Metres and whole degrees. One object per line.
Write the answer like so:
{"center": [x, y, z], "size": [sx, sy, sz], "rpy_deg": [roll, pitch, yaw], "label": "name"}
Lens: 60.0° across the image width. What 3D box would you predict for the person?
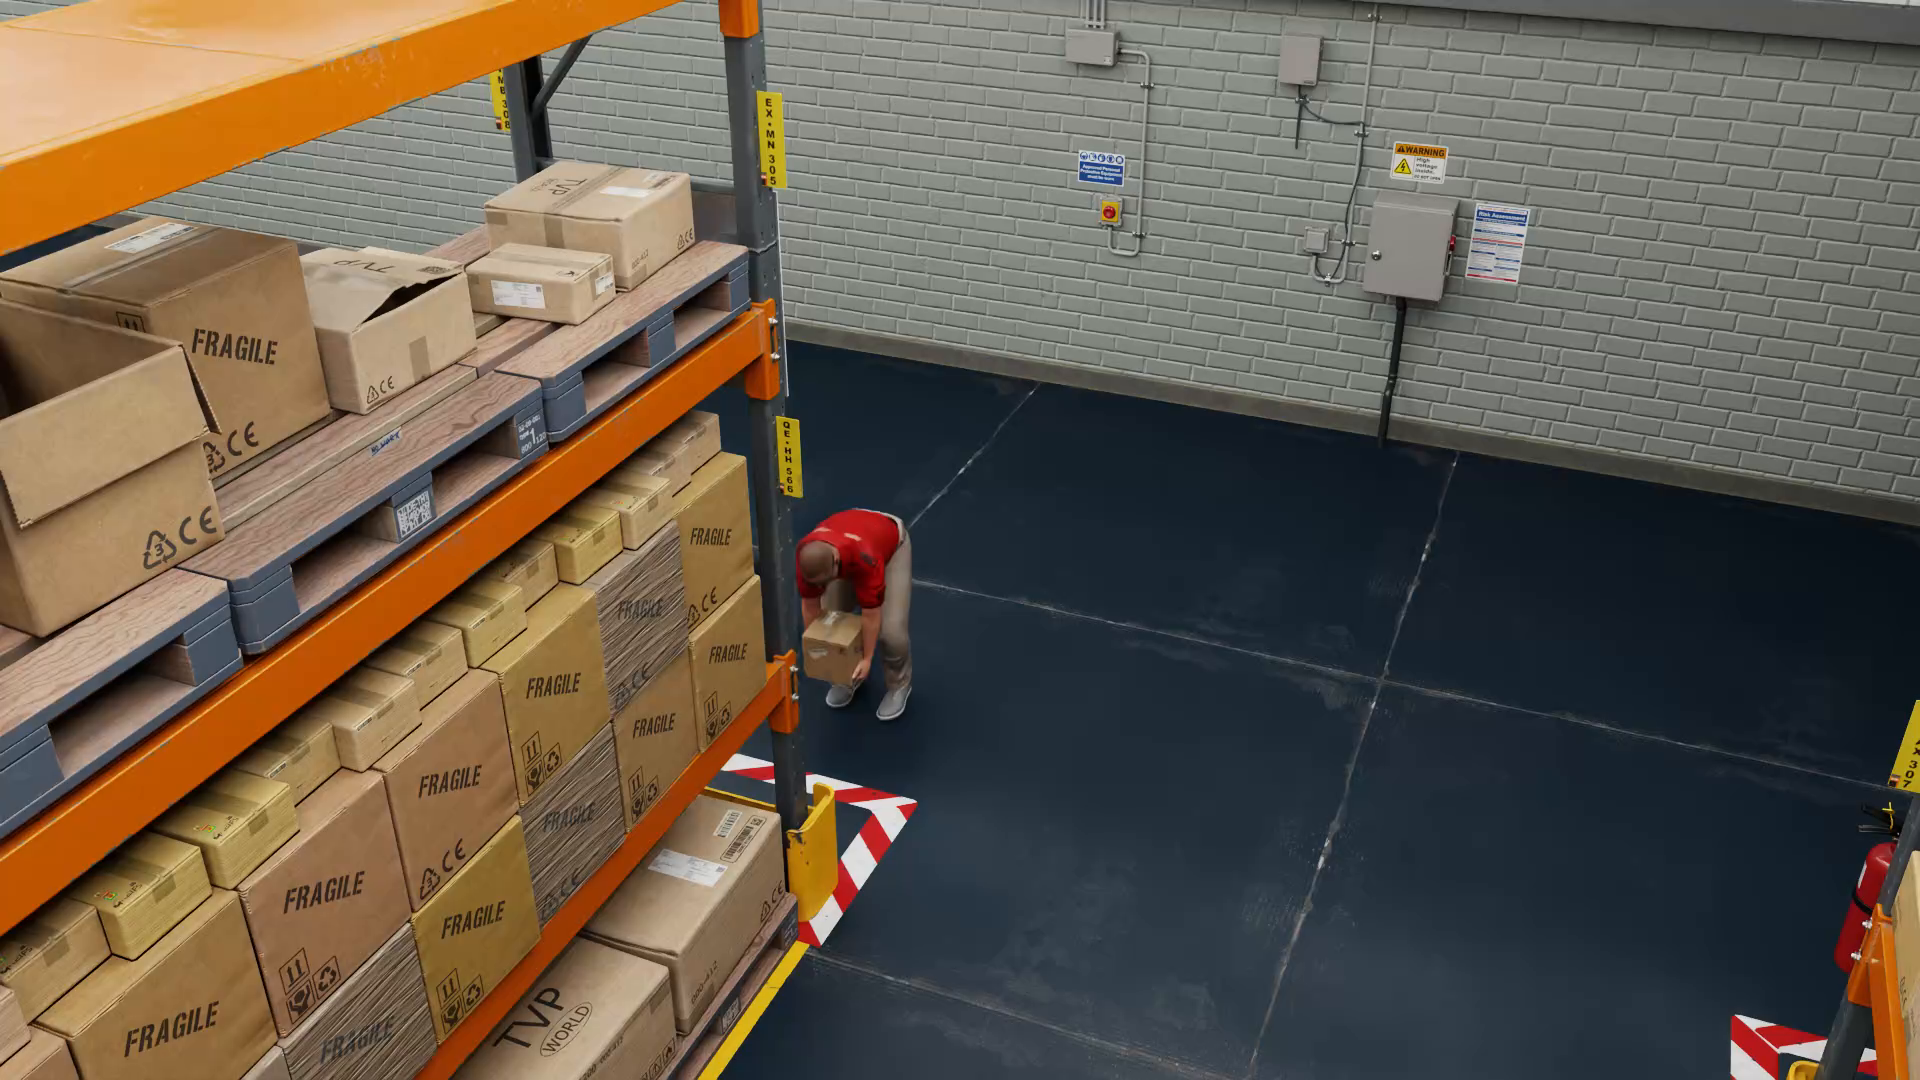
{"center": [-0.546, 0.388, 8.221], "size": [0.483, 1.250, 0.925], "rpy_deg": [10, 31, 18], "label": "person"}
